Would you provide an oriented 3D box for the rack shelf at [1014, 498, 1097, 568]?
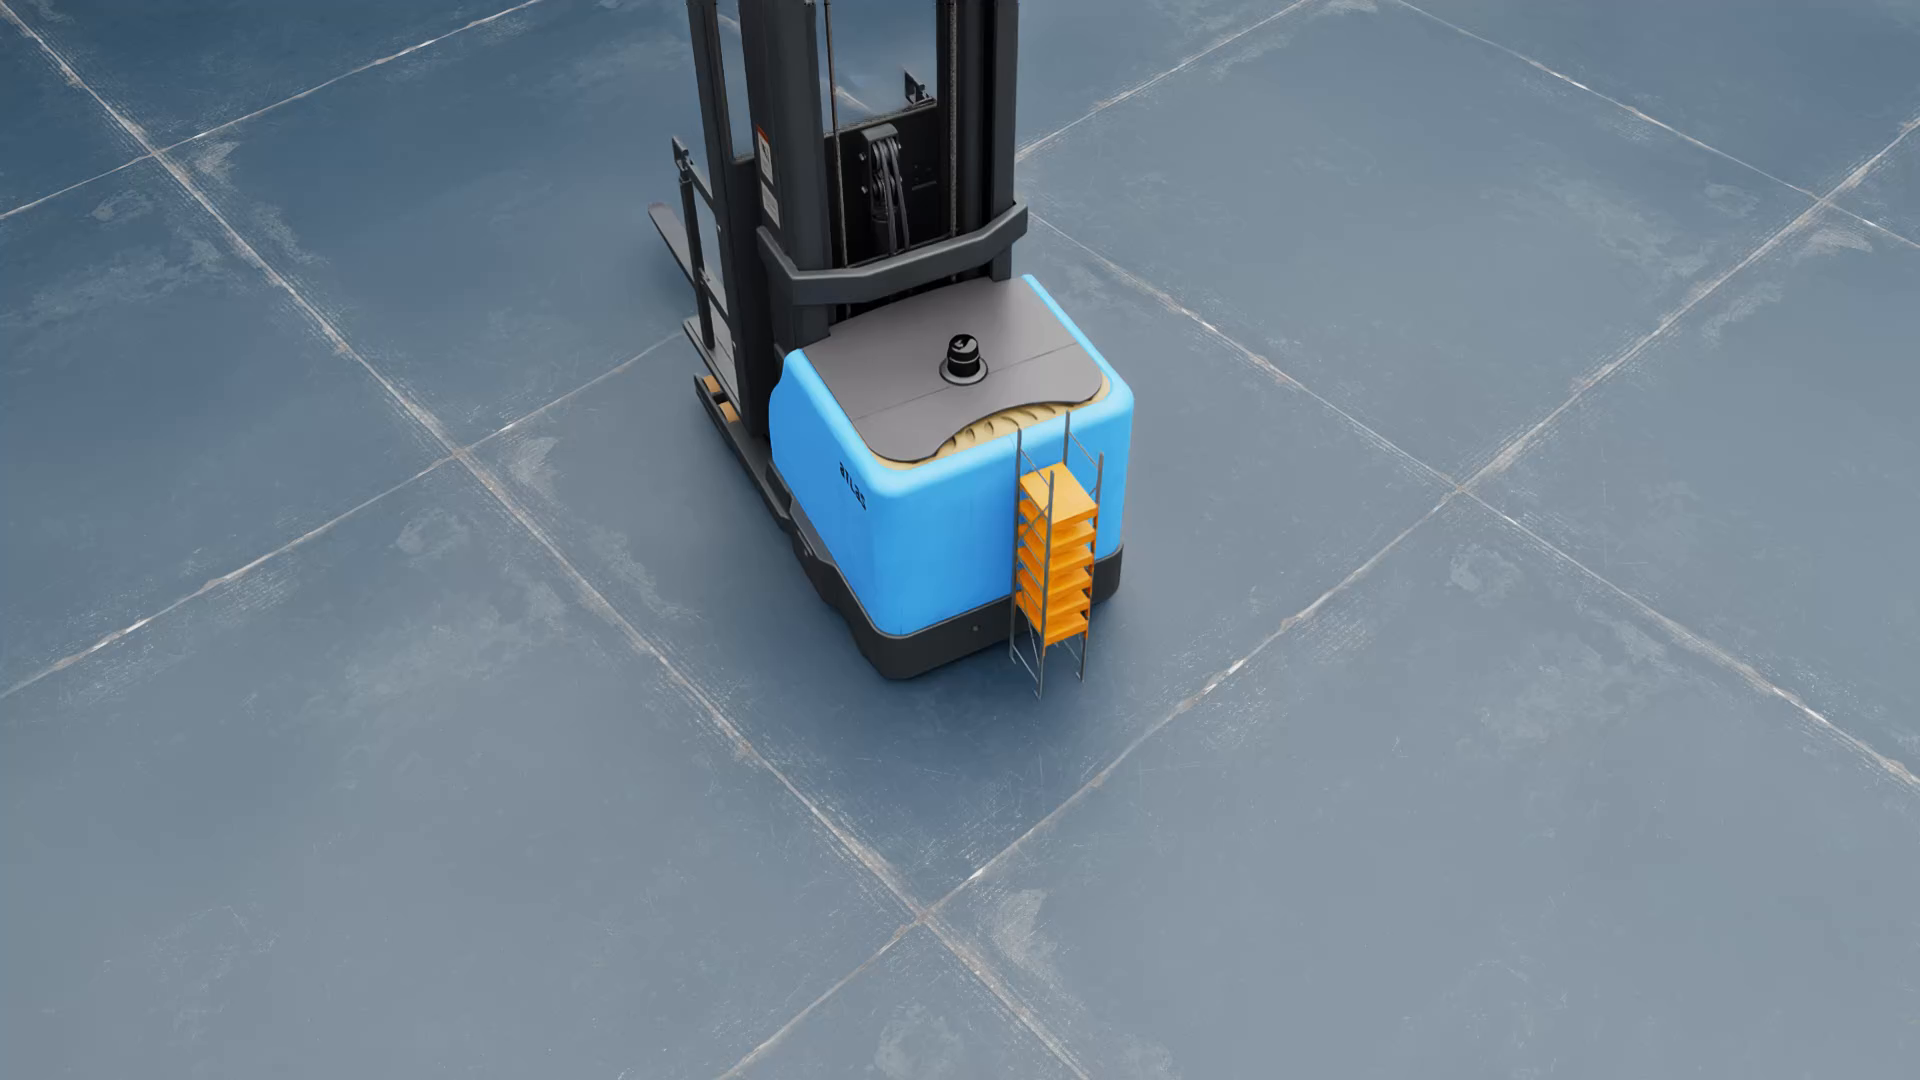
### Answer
[{"bbox_3d":[0.327,-0.049,5.713,0.180,0.103,0.258,-21,51,-18],"label":"rack shelf"}]

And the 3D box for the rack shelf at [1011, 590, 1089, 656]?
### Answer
[{"bbox_3d":[0.327,0.275,6.066,0.180,0.103,0.258,-21,51,-18],"label":"rack shelf"}]

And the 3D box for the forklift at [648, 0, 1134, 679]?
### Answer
[{"bbox_3d":[-0.497,-1.567,6.202,1.130,2.935,3.031,-21,51,-18],"label":"forklift"}]

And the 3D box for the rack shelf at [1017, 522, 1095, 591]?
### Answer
[{"bbox_3d":[0.327,0.032,5.801,0.180,0.103,0.258,-21,51,-18],"label":"rack shelf"}]

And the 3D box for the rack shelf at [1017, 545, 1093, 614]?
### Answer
[{"bbox_3d":[0.327,0.113,5.889,0.180,0.103,0.258,-21,51,-18],"label":"rack shelf"}]

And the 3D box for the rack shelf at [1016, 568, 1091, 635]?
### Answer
[{"bbox_3d":[0.327,0.194,5.978,0.180,0.103,0.258,-21,51,-18],"label":"rack shelf"}]

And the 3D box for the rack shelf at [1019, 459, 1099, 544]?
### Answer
[{"bbox_3d":[0.327,-0.131,5.625,0.180,0.103,0.258,-21,51,-18],"label":"rack shelf"}]

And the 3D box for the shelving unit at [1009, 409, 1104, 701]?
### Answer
[{"bbox_3d":[0.327,0.083,5.857,0.189,1.200,0.258,-21,51,-18],"label":"shelving unit"}]

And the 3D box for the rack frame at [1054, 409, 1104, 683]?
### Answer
[{"bbox_3d":[0.408,0.052,5.885,0.006,1.200,0.240,-21,51,-18],"label":"rack frame"}]

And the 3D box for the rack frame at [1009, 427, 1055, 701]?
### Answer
[{"bbox_3d":[0.246,0.114,5.828,0.006,1.200,0.240,-21,51,-18],"label":"rack frame"}]
